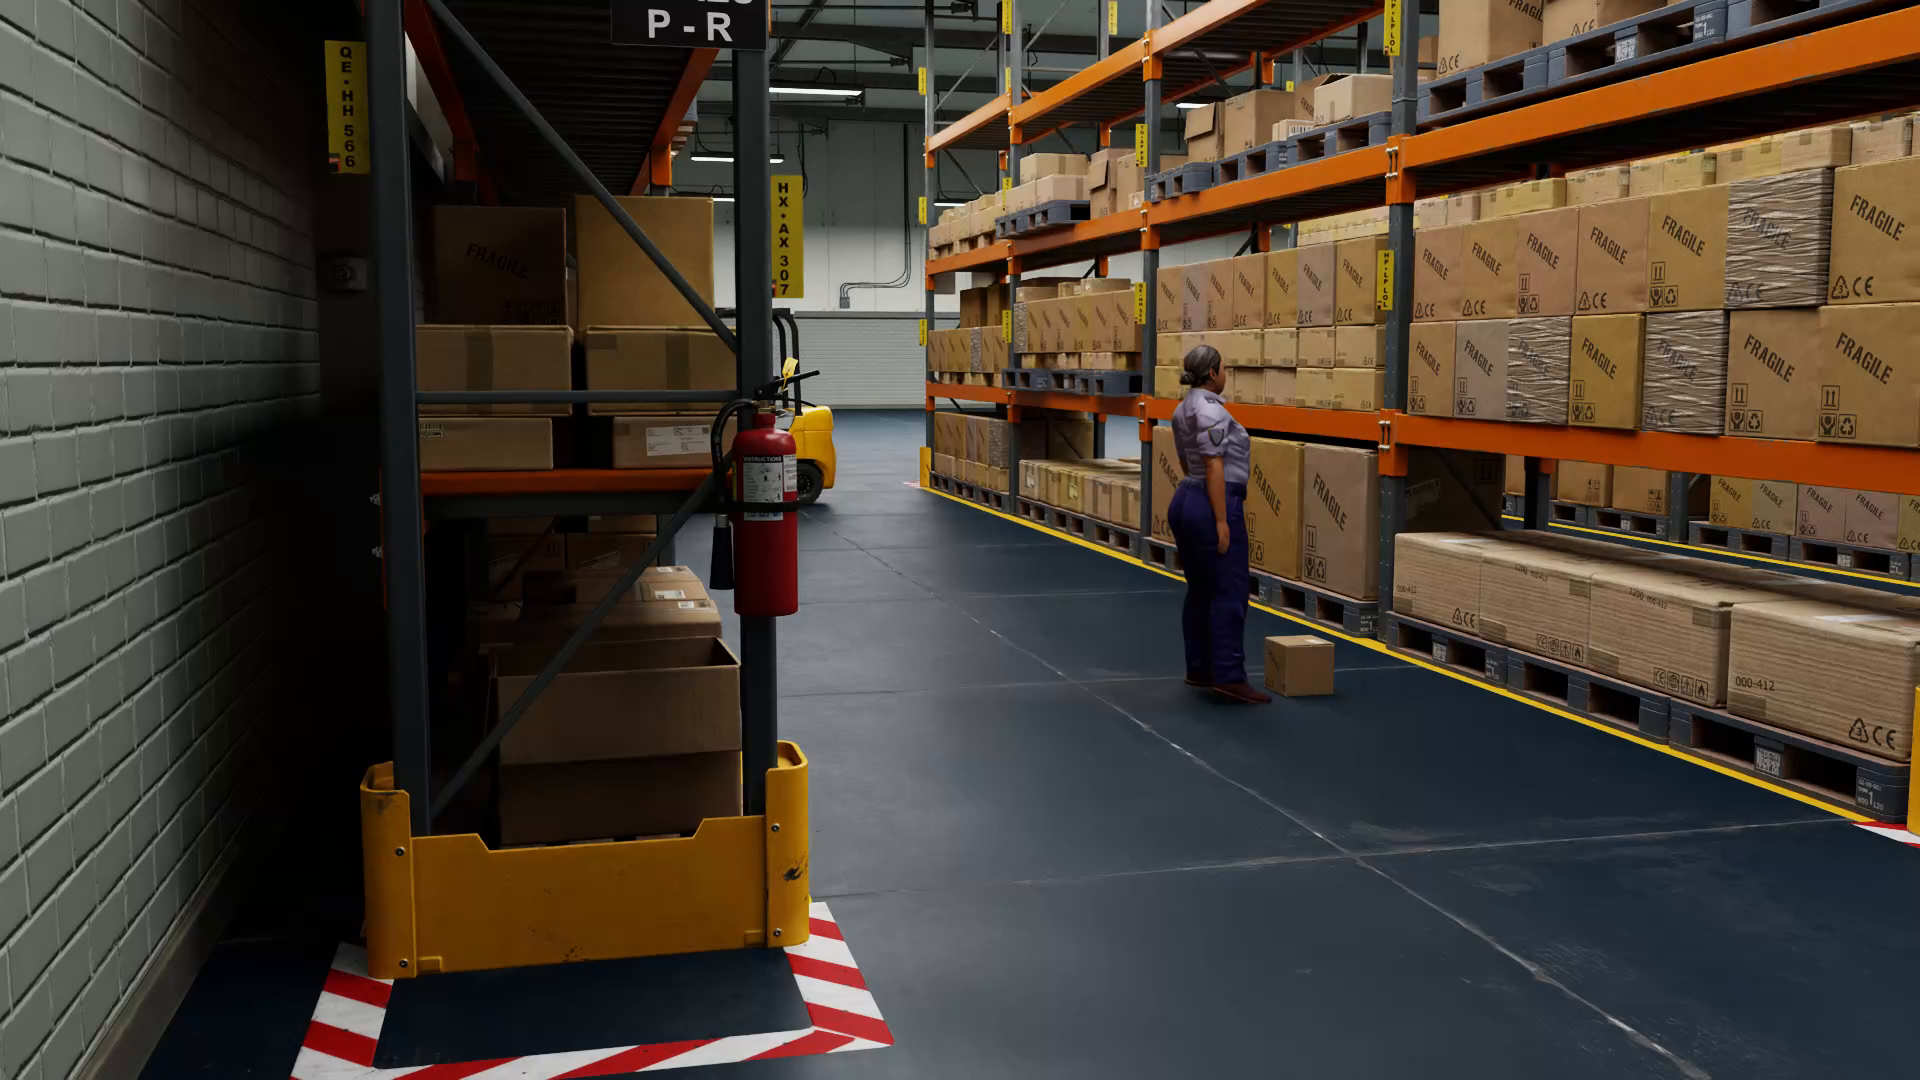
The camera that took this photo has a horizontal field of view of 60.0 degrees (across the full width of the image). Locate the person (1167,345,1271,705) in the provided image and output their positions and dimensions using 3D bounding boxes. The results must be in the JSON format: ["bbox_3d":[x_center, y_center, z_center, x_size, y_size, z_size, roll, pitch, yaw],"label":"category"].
[{"bbox_3d":[1.218,-0.078,7.901,0.417,1.689,0.526,-2,6,-14],"label":"person"}]
